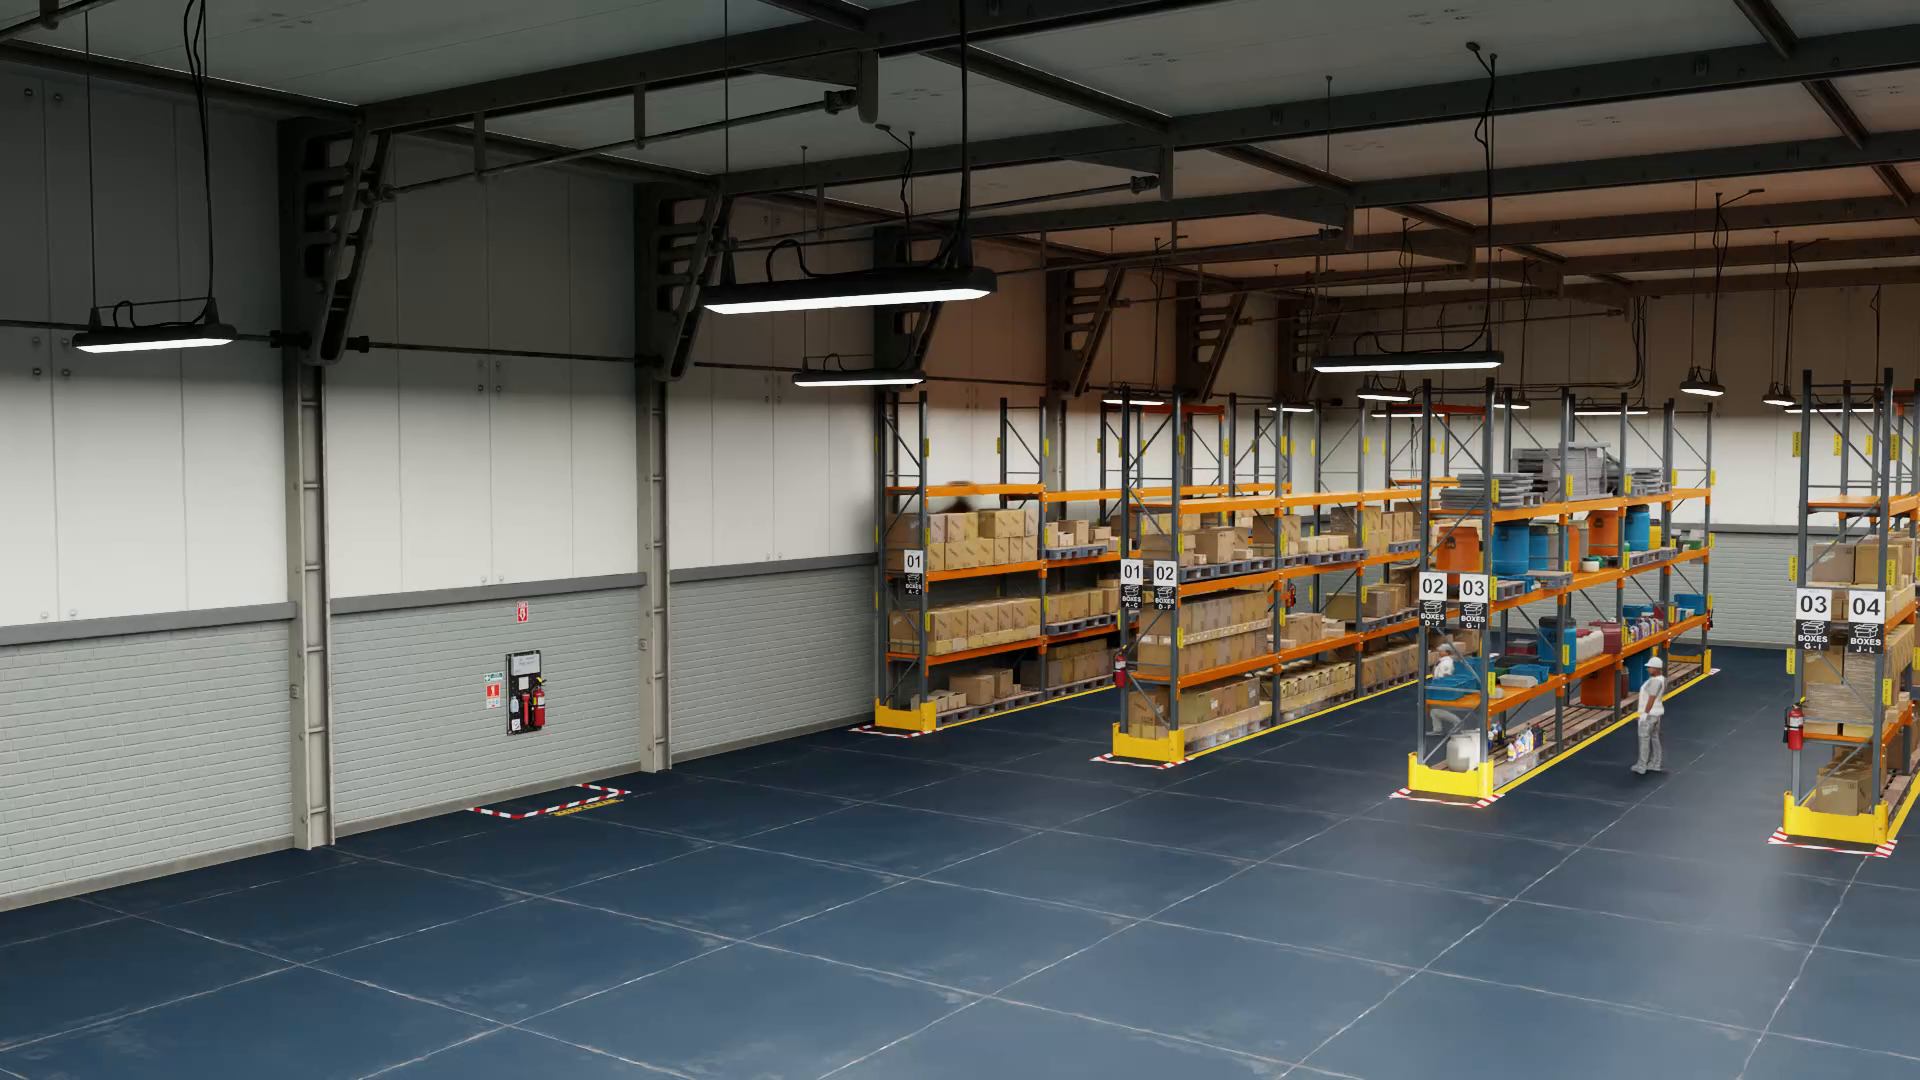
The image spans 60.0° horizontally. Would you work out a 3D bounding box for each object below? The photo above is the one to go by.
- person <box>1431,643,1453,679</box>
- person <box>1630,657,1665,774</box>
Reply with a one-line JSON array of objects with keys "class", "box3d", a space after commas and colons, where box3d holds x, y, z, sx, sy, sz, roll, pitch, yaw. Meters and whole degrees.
[{"class": "person", "box3d": [8.301, 2.281, 28.616, 0.434, 1.003, 0.565, 0, 3, -9]}, {"class": "person", "box3d": [10.625, 2.691, 25.613, 0.487, 1.786, 0.526, 3, 4, 43]}]
